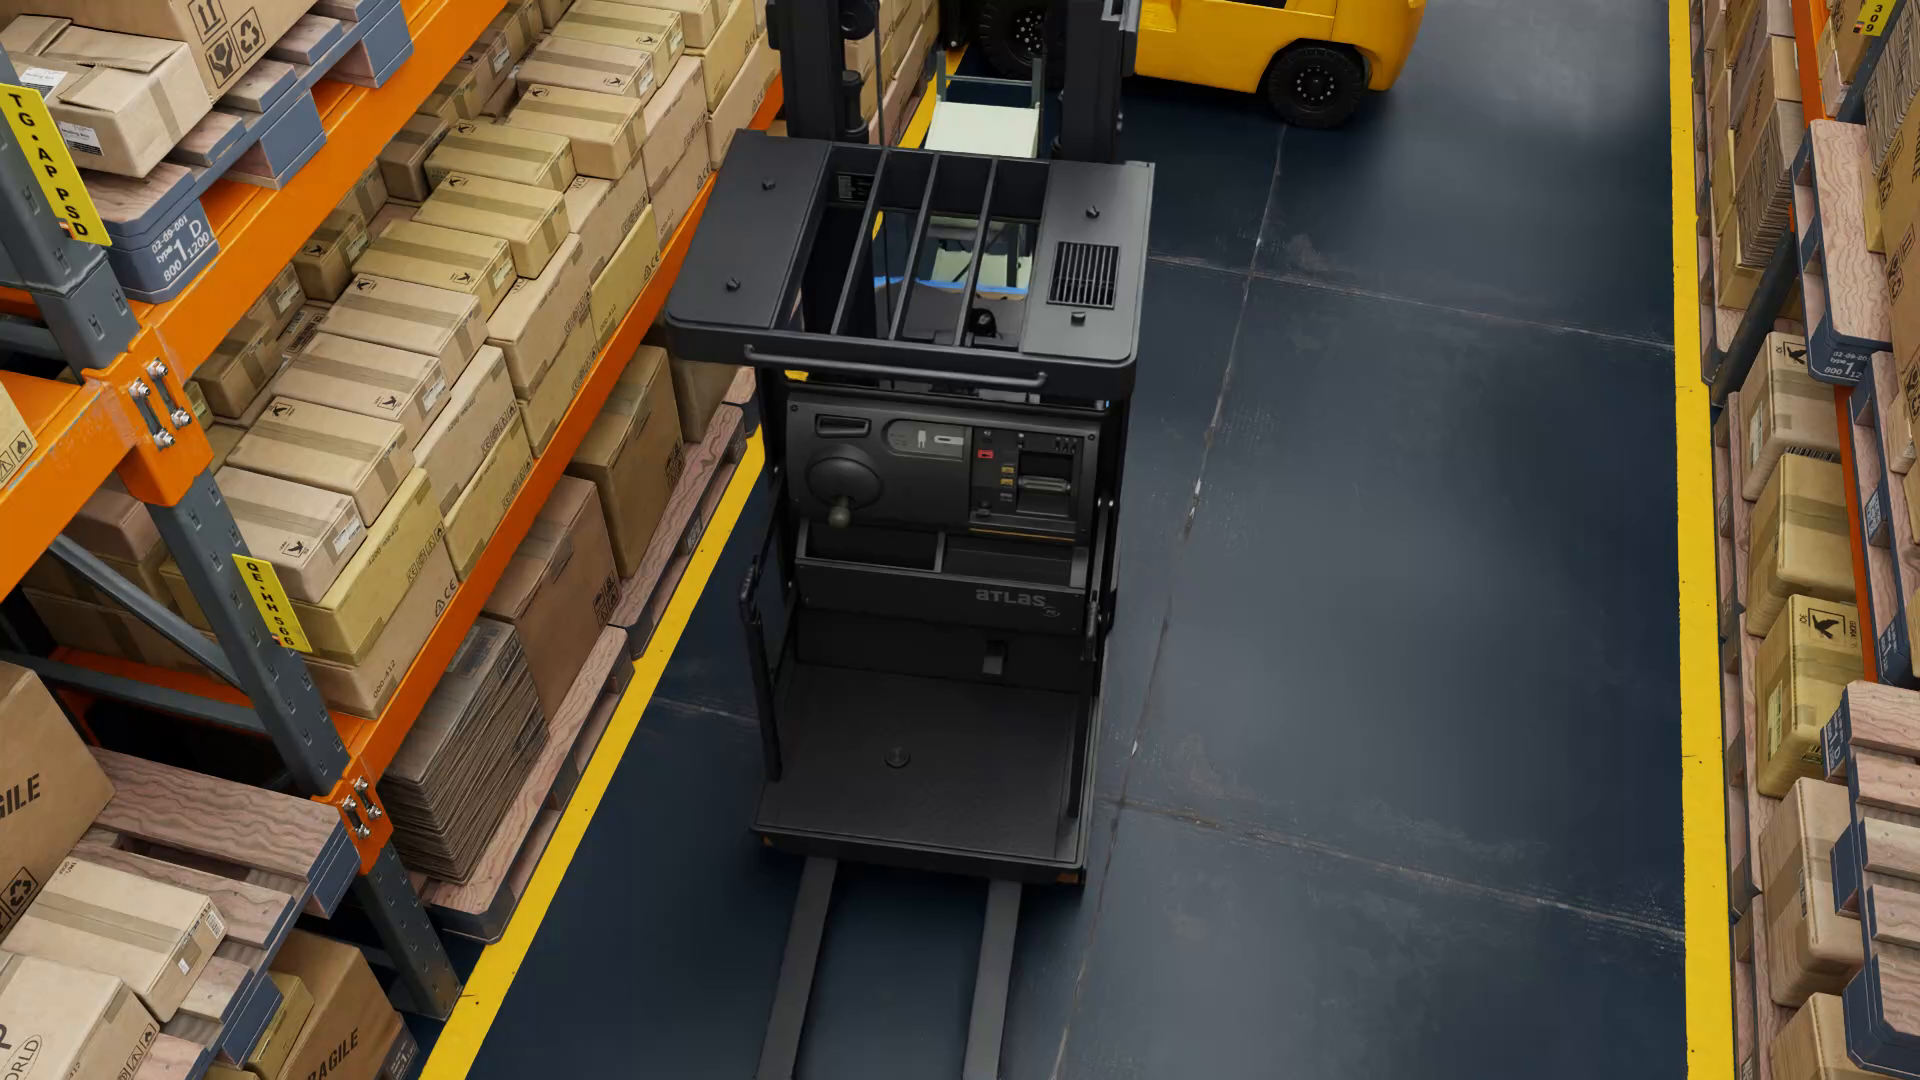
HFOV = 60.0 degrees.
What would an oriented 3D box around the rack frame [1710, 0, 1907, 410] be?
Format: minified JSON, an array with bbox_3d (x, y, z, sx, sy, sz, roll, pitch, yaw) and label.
[{"bbox_3d":[3.737,-1.511,6.002,1.000,3.000,0.127,12,50,10],"label":"rack frame"}]

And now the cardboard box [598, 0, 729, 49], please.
[{"bbox_3d":[-1.035,-1.872,5.821,0.380,0.149,0.250,10,49,9],"label":"cardboard box"}]

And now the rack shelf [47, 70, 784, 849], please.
[{"bbox_3d":[-1.579,-0.803,5.857,1.077,0.370,4.000,12,50,10],"label":"rack shelf"}]

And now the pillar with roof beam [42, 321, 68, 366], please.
[{"bbox_3d":[1.521,-1.851,2.301,9.100,9.000,0.400,12,50,10],"label":"pillar with roof beam"}]

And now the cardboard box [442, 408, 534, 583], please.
[{"bbox_3d":[-1.616,-0.181,4.928,0.500,0.250,0.500,11,49,9],"label":"cardboard box"}]

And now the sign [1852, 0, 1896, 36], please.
[{"bbox_3d":[3.212,-1.899,5.767,0.100,0.325,0.005,12,50,10],"label":"sign"}]

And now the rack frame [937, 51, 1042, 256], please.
[{"bbox_3d":[0.111,-1.330,6.842,0.400,1.500,0.023,6,49,5],"label":"rack frame"}]

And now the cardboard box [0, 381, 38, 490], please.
[{"bbox_3d":[-2.006,-0.119,2.872,0.500,0.250,0.500,10,49,9],"label":"cardboard box"}]

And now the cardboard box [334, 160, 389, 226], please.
[{"bbox_3d":[-2.001,-1.066,5.110,0.380,0.149,0.250,11,49,9],"label":"cardboard box"}]

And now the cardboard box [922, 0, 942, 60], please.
[{"bbox_3d":[-0.367,-2.747,8.646,0.500,0.250,0.500,12,50,11],"label":"cardboard box"}]

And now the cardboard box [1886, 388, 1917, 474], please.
[{"bbox_3d":[2.917,-0.292,4.814,0.380,0.149,0.250,13,50,11],"label":"cardboard box"}]

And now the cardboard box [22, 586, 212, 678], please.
[{"bbox_3d":[-2.234,0.079,4.698,0.500,0.250,0.500,11,49,9],"label":"cardboard box"}]

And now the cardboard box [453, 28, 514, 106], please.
[{"bbox_3d":[-1.739,-1.612,5.592,0.380,0.149,0.250,11,50,10],"label":"cardboard box"}]

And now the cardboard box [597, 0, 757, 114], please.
[{"bbox_3d":[-1.064,-1.825,6.045,0.500,0.250,0.500,10,49,9],"label":"cardboard box"}]

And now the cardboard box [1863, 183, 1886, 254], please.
[{"bbox_3d":[3.213,-1.051,5.483,0.380,0.149,0.250,12,50,11],"label":"cardboard box"}]

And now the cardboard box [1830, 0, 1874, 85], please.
[{"bbox_3d":[3.614,-2.013,6.180,0.500,0.500,0.500,10,49,9],"label":"cardboard box"}]

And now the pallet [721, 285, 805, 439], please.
[{"bbox_3d":[-1.209,-1.025,7.432,1.003,0.211,1.213,12,50,10],"label":"pallet"}]

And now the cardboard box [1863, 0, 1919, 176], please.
[{"bbox_3d":[3.337,-1.499,5.446,0.500,0.500,0.500,13,50,11],"label":"cardboard box"}]

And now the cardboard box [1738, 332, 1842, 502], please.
[{"bbox_3d":[3.601,-0.401,6.494,0.950,0.372,0.625,12,50,11],"label":"cardboard box"}]

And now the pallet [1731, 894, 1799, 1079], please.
[{"bbox_3d":[2.891,1.740,4.993,1.003,0.211,1.213,12,50,10],"label":"pallet"}]

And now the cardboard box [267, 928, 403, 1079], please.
[{"bbox_3d":[-2.009,1.442,4.783,0.500,0.500,0.500,13,50,11],"label":"cardboard box"}]

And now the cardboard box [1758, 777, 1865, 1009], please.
[{"bbox_3d":[3.029,1.171,5.108,0.950,0.372,0.625,11,49,9],"label":"cardboard box"}]

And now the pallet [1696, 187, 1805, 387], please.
[{"bbox_3d":[3.880,-1.081,7.482,1.003,0.211,1.213,12,50,10],"label":"pallet"}]

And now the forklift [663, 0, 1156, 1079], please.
[{"bbox_3d":[-0.084,-0.099,4.802,1.130,2.935,3.031,6,49,5],"label":"forklift"}]

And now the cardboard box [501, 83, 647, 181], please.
[{"bbox_3d":[-1.231,-1.308,5.323,0.380,0.149,0.250,10,49,9],"label":"cardboard box"}]

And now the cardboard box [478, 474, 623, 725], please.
[{"bbox_3d":[-1.764,0.129,5.858,0.875,0.625,0.625,13,50,11],"label":"cardboard box"}]

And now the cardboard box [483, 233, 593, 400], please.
[{"bbox_3d":[-1.465,-0.720,5.070,0.500,0.250,0.500,10,49,9],"label":"cardboard box"}]

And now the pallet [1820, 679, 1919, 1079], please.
[{"bbox_3d":[2.769,0.909,3.994,1.213,0.211,1.003,12,50,10],"label":"pallet"}]

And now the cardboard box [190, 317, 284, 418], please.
[{"bbox_3d":[-2.127,-0.504,4.614,0.380,0.149,0.250,12,50,10],"label":"cardboard box"}]

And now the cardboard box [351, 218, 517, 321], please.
[{"bbox_3d":[-1.532,-0.778,4.856,0.380,0.149,0.250,12,50,10],"label":"cardboard box"}]

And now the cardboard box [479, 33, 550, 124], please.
[{"bbox_3d":[-1.721,-1.557,5.809,0.500,0.250,0.500,10,49,9],"label":"cardboard box"}]

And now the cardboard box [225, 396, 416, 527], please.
[{"bbox_3d":[-1.668,-0.208,4.353,0.380,0.149,0.250,13,50,11],"label":"cardboard box"}]

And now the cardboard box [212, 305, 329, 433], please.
[{"bbox_3d":[-2.122,-0.460,4.841,0.500,0.250,0.500,12,50,10],"label":"cardboard box"}]

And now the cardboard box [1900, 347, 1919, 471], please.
[{"bbox_3d":[2.938,-0.408,4.483,0.500,0.500,0.500,10,49,8],"label":"cardboard box"}]

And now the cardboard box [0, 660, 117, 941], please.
[{"bbox_3d":[-2.392,0.575,3.814,0.500,0.500,0.500,14,50,12],"label":"cardboard box"}]

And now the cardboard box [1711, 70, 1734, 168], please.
[{"bbox_3d":[3.902,-1.975,7.965,0.500,0.250,0.500,12,50,11],"label":"cardboard box"}]

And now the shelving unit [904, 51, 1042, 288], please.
[{"bbox_3d":[0.060,-1.058,6.602,0.431,1.500,0.755,6,49,5],"label":"shelving unit"}]

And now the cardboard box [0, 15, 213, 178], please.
[{"bbox_3d":[-1.721,-0.874,3.248,0.380,0.166,0.250,11,50,10],"label":"cardboard box"}]

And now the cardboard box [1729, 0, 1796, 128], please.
[{"bbox_3d":[3.899,-2.207,7.670,0.500,0.500,0.500,14,50,12],"label":"cardboard box"}]

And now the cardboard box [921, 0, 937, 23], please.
[{"bbox_3d":[-0.353,-2.898,8.446,0.500,0.250,0.500,11,50,10],"label":"cardboard box"}]

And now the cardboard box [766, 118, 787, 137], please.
[{"bbox_3d":[-1.179,-1.462,7.262,0.875,0.625,0.625,14,50,12],"label":"cardboard box"}]

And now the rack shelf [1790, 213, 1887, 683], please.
[{"bbox_3d":[3.211,0.173,4.995,1.077,0.370,4.000,12,50,10],"label":"rack shelf"}]

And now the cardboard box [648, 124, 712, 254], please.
[{"bbox_3d":[-1.220,-1.304,5.919,0.500,0.250,0.500,12,50,10],"label":"cardboard box"}]

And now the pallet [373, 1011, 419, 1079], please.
[{"bbox_3d":[-2.338,1.861,4.886,1.003,0.211,1.213,12,50,10],"label":"pallet"}]
